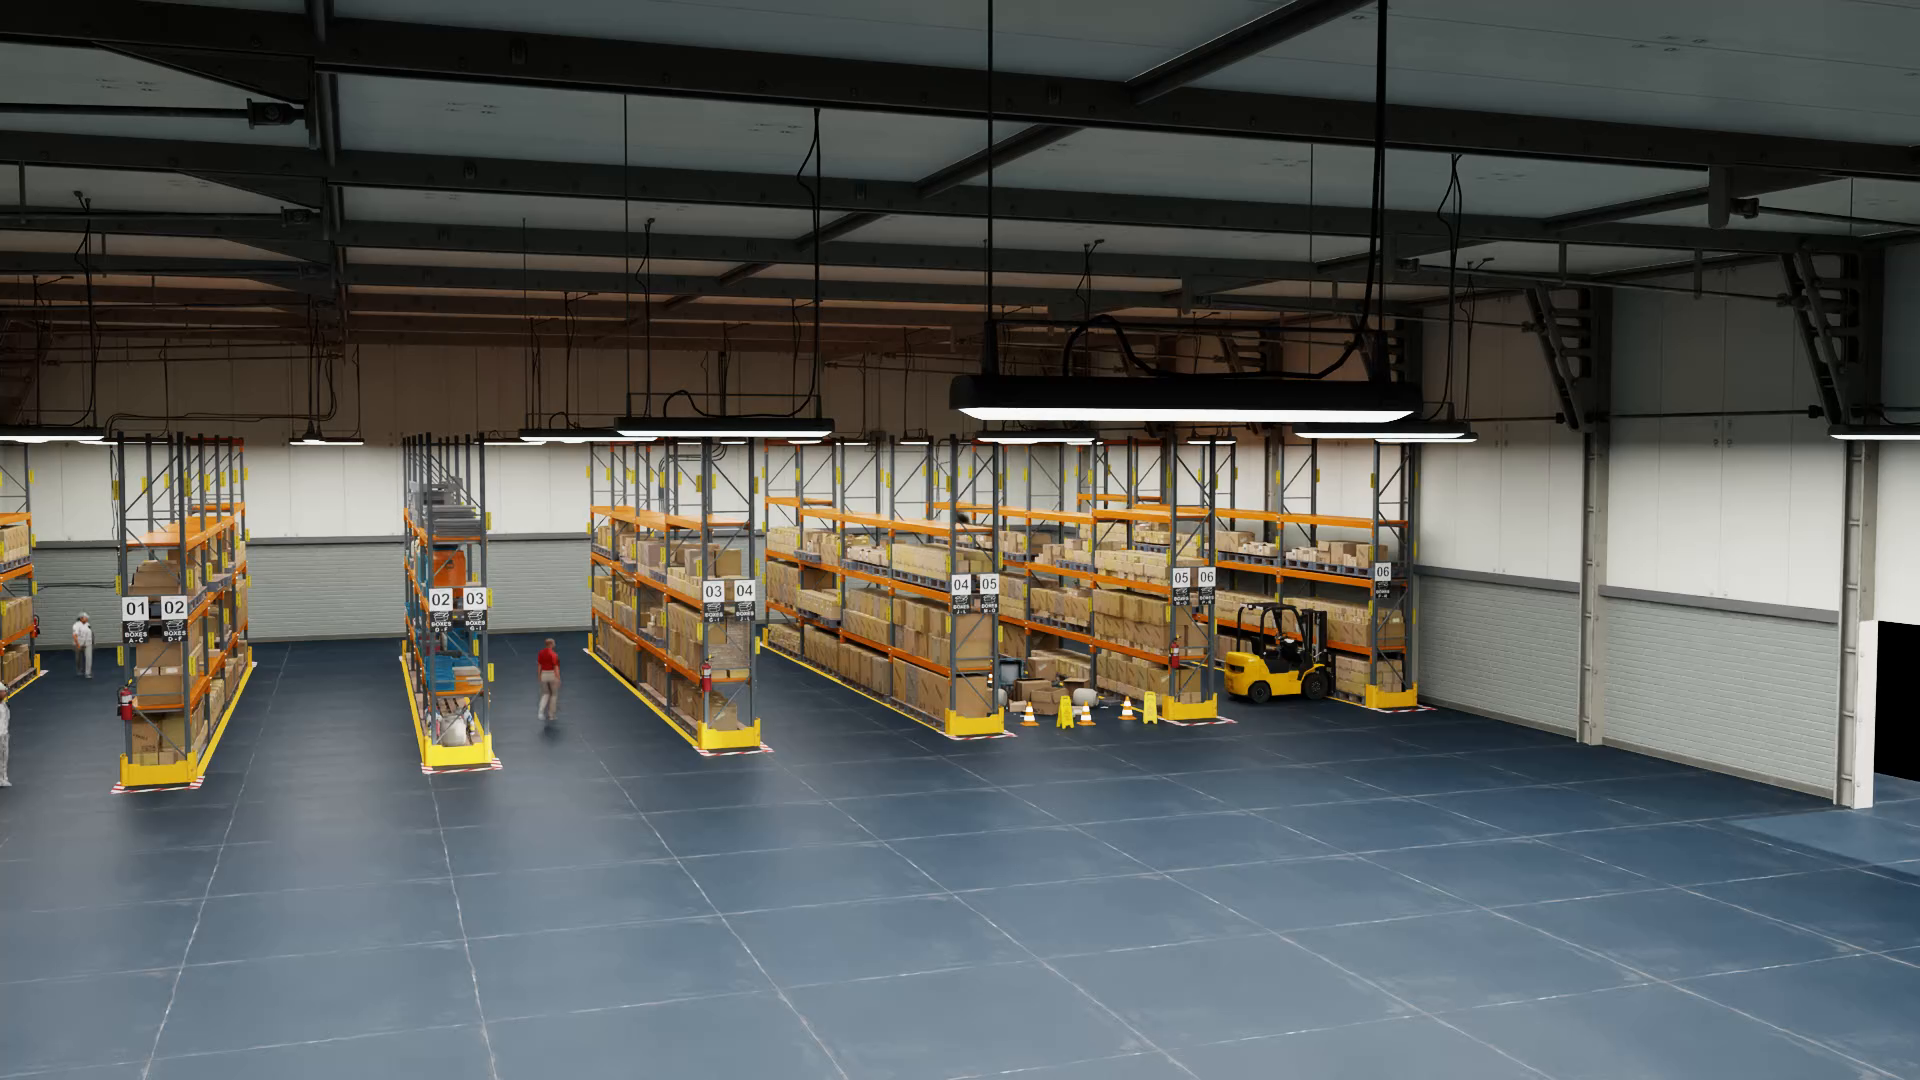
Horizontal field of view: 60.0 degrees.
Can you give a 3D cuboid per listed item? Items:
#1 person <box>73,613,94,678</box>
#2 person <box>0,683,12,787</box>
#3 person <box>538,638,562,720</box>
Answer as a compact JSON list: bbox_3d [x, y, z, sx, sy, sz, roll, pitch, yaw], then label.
[{"bbox_3d":[-21.820,2.617,41.400,0.480,1.620,0.948,-2,4,-32],"label":"person"},{"bbox_3d":[-16.173,3.284,27.934,0.412,1.792,0.656,0,3,-2],"label":"person"},{"bbox_3d":[-8.620,2.919,34.852,0.544,1.731,0.501,1,3,16],"label":"person"}]
